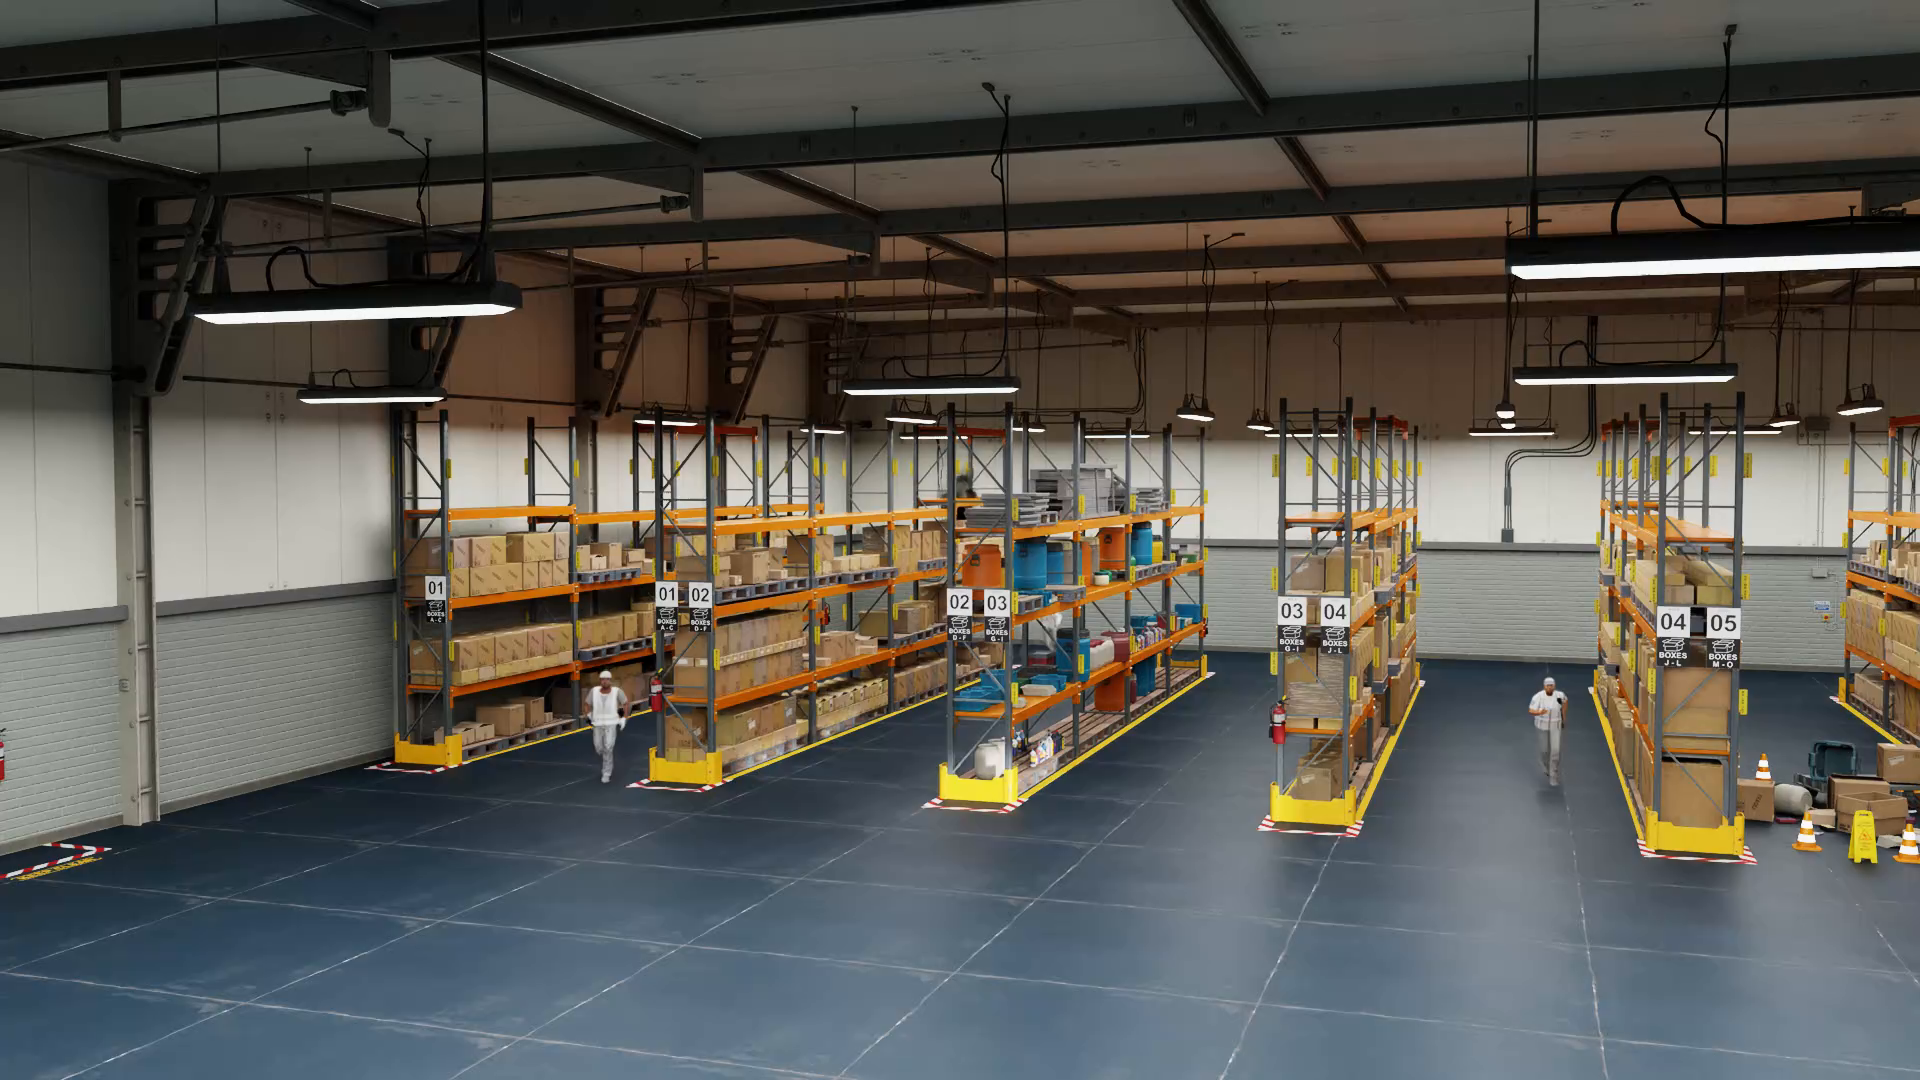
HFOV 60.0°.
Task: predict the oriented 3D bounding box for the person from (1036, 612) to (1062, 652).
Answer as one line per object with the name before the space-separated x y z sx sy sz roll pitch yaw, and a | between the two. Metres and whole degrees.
person | 2.171 2.160 40.924 0.626 1.624 0.470 0 2 10

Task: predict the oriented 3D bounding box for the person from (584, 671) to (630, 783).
person | -5.719 2.988 26.841 0.701 1.768 0.722 0 2 0

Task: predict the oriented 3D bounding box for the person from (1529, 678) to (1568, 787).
person | 9.415 3.047 26.606 0.603 1.726 0.893 1 3 17
